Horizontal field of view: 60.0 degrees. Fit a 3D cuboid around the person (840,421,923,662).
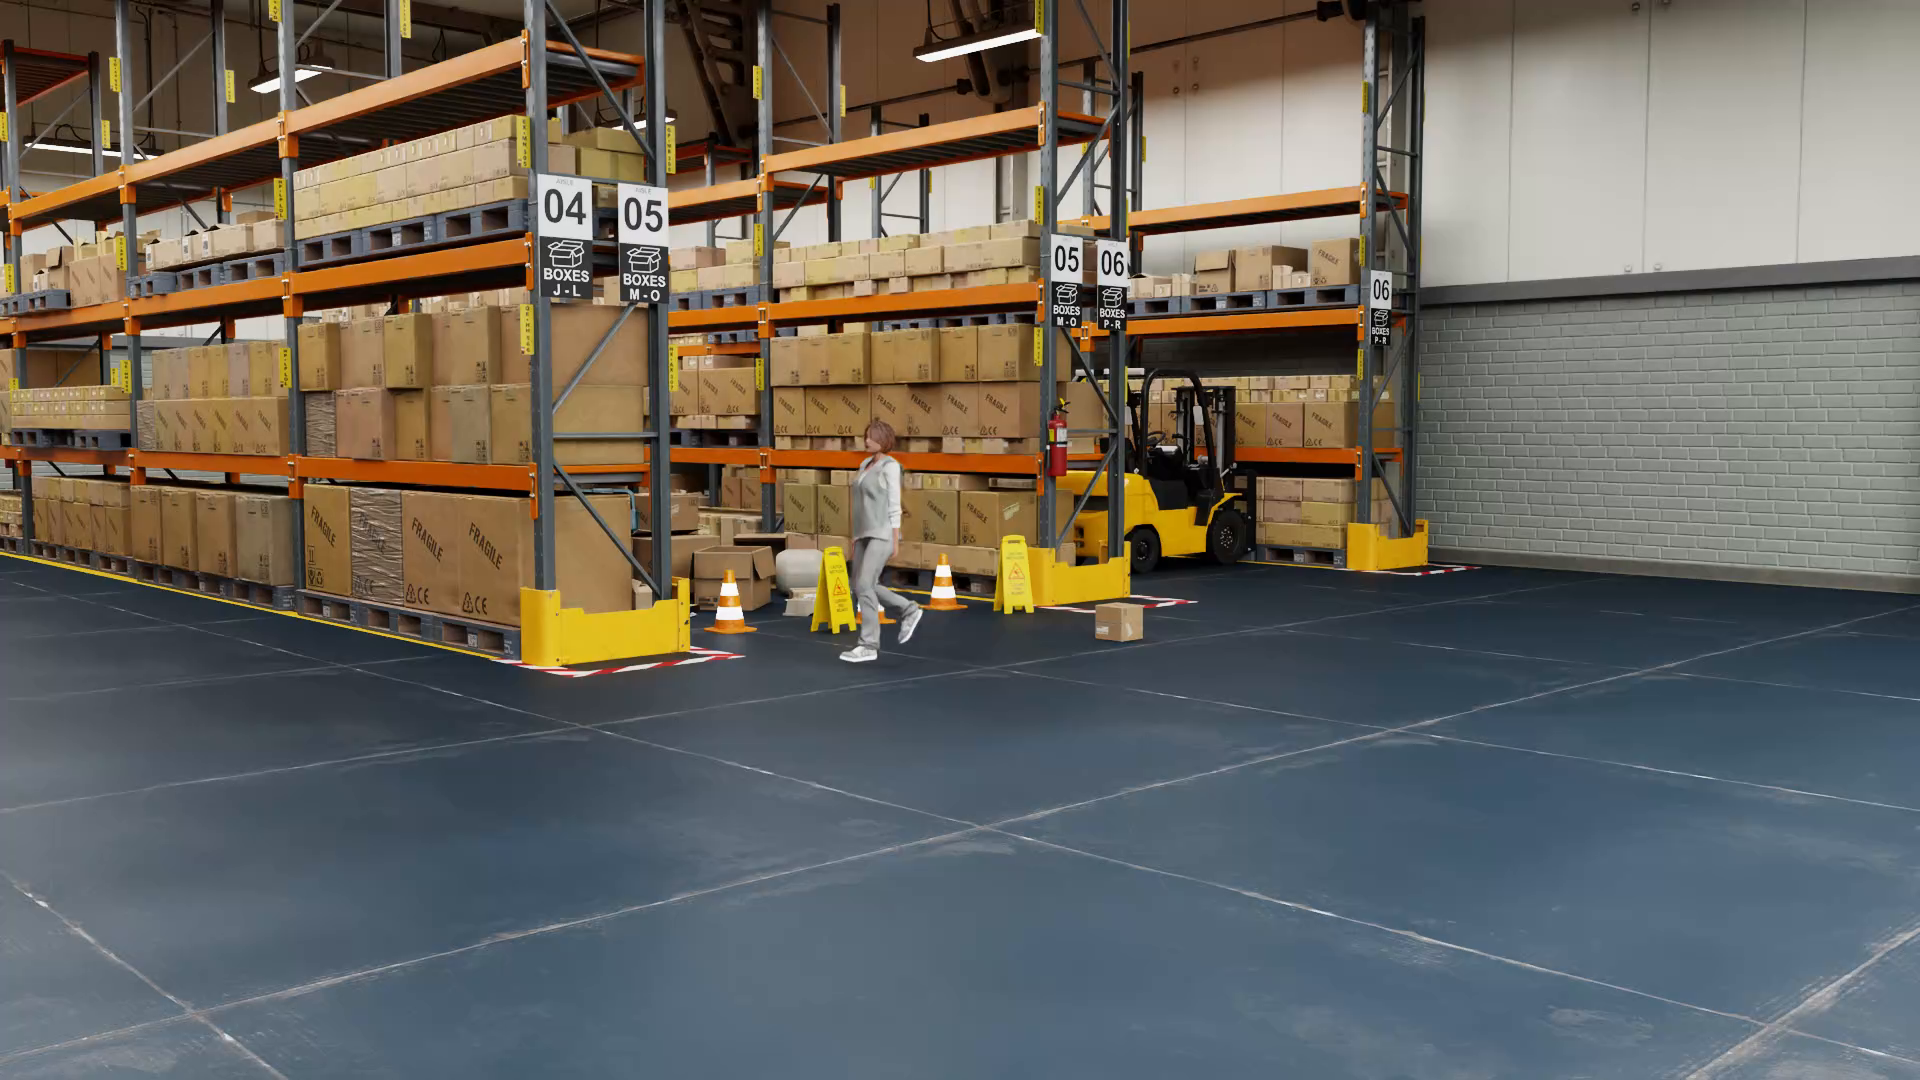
[{"bbox_3d":[-0.513,0.000,11.010,0.683,1.577,0.415,-2,5,-31],"label":"person"}]
